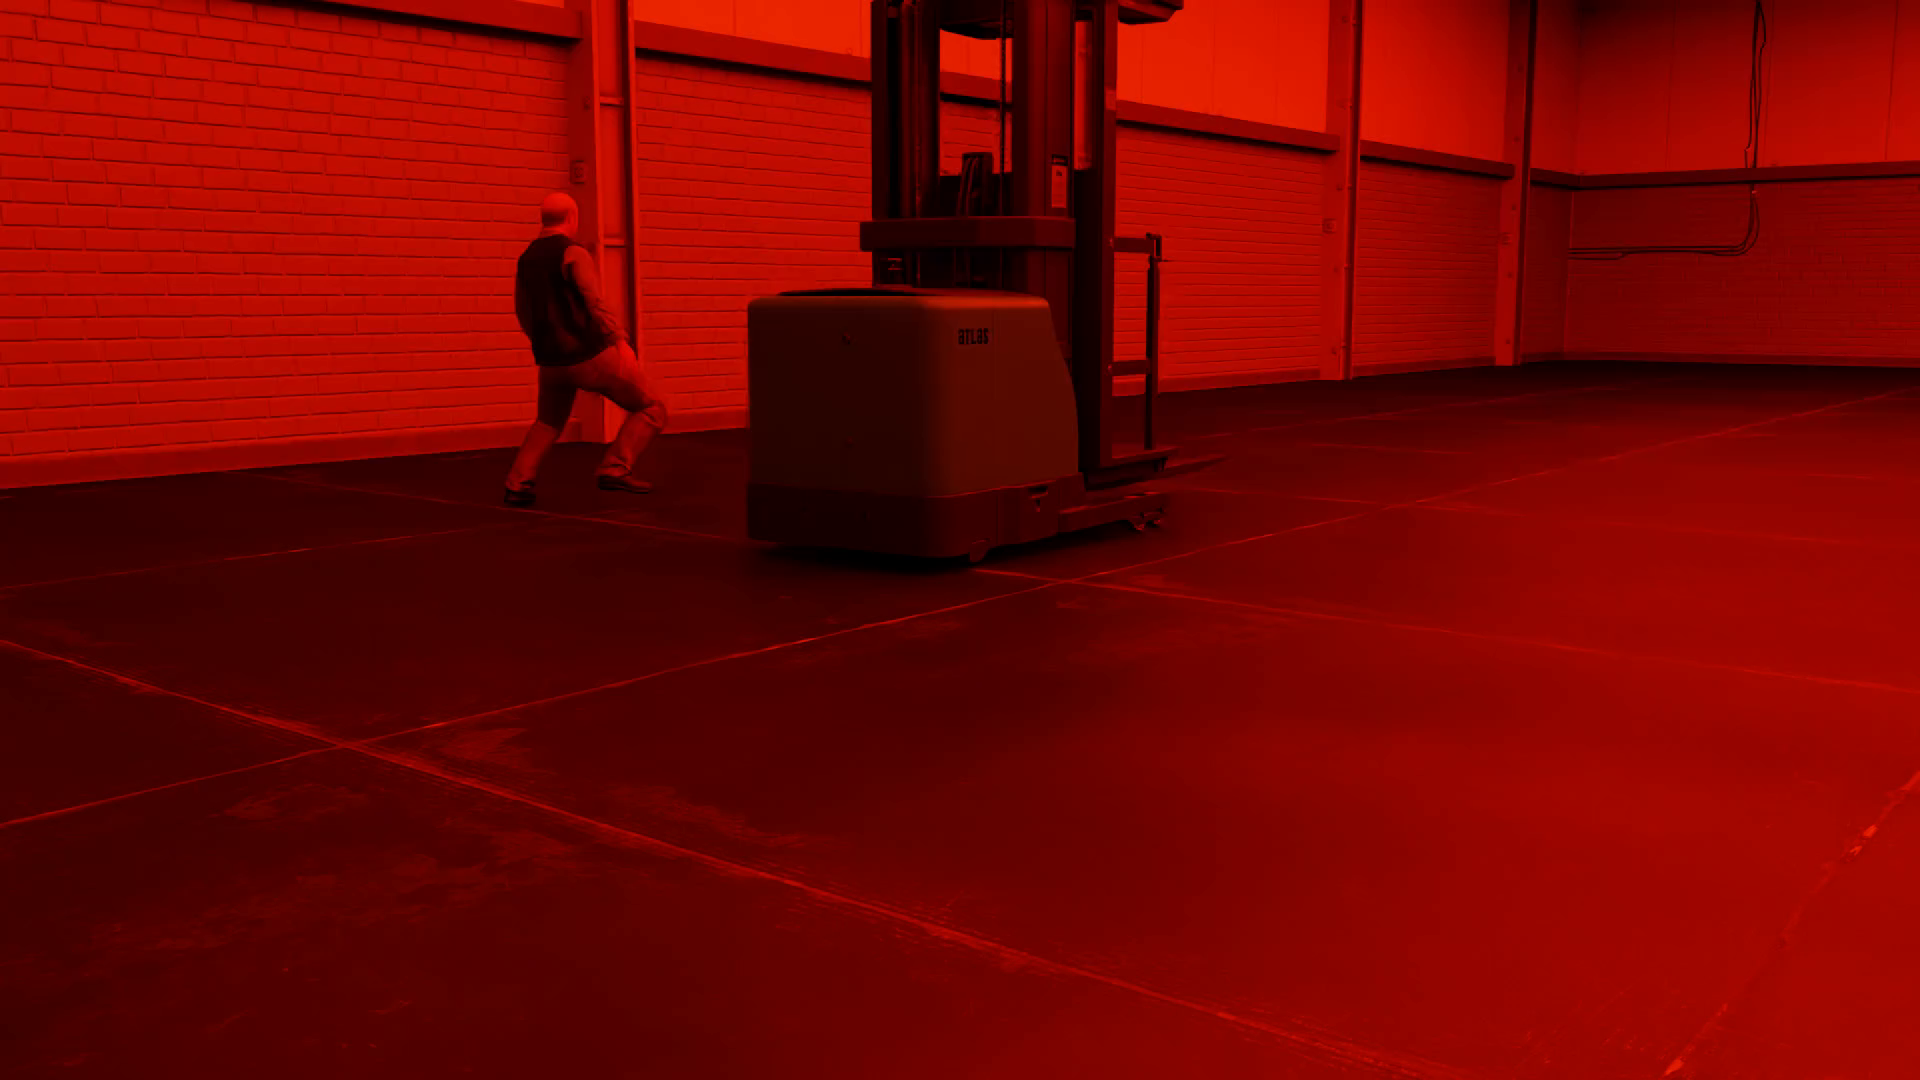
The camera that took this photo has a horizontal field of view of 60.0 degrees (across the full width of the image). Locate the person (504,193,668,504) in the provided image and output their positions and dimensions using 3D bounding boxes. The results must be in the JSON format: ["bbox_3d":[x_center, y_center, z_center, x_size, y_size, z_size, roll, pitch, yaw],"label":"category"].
[{"bbox_3d":[-1.957,-0.966,8.489,0.925,1.581,0.630,7,11,40],"label":"person"}]

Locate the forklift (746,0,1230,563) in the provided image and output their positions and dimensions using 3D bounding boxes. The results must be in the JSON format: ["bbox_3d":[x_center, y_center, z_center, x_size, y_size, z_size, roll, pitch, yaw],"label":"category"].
[{"bbox_3d":[0.340,-1.529,7.729,1.130,2.935,3.031,6,10,33],"label":"forklift"}]
